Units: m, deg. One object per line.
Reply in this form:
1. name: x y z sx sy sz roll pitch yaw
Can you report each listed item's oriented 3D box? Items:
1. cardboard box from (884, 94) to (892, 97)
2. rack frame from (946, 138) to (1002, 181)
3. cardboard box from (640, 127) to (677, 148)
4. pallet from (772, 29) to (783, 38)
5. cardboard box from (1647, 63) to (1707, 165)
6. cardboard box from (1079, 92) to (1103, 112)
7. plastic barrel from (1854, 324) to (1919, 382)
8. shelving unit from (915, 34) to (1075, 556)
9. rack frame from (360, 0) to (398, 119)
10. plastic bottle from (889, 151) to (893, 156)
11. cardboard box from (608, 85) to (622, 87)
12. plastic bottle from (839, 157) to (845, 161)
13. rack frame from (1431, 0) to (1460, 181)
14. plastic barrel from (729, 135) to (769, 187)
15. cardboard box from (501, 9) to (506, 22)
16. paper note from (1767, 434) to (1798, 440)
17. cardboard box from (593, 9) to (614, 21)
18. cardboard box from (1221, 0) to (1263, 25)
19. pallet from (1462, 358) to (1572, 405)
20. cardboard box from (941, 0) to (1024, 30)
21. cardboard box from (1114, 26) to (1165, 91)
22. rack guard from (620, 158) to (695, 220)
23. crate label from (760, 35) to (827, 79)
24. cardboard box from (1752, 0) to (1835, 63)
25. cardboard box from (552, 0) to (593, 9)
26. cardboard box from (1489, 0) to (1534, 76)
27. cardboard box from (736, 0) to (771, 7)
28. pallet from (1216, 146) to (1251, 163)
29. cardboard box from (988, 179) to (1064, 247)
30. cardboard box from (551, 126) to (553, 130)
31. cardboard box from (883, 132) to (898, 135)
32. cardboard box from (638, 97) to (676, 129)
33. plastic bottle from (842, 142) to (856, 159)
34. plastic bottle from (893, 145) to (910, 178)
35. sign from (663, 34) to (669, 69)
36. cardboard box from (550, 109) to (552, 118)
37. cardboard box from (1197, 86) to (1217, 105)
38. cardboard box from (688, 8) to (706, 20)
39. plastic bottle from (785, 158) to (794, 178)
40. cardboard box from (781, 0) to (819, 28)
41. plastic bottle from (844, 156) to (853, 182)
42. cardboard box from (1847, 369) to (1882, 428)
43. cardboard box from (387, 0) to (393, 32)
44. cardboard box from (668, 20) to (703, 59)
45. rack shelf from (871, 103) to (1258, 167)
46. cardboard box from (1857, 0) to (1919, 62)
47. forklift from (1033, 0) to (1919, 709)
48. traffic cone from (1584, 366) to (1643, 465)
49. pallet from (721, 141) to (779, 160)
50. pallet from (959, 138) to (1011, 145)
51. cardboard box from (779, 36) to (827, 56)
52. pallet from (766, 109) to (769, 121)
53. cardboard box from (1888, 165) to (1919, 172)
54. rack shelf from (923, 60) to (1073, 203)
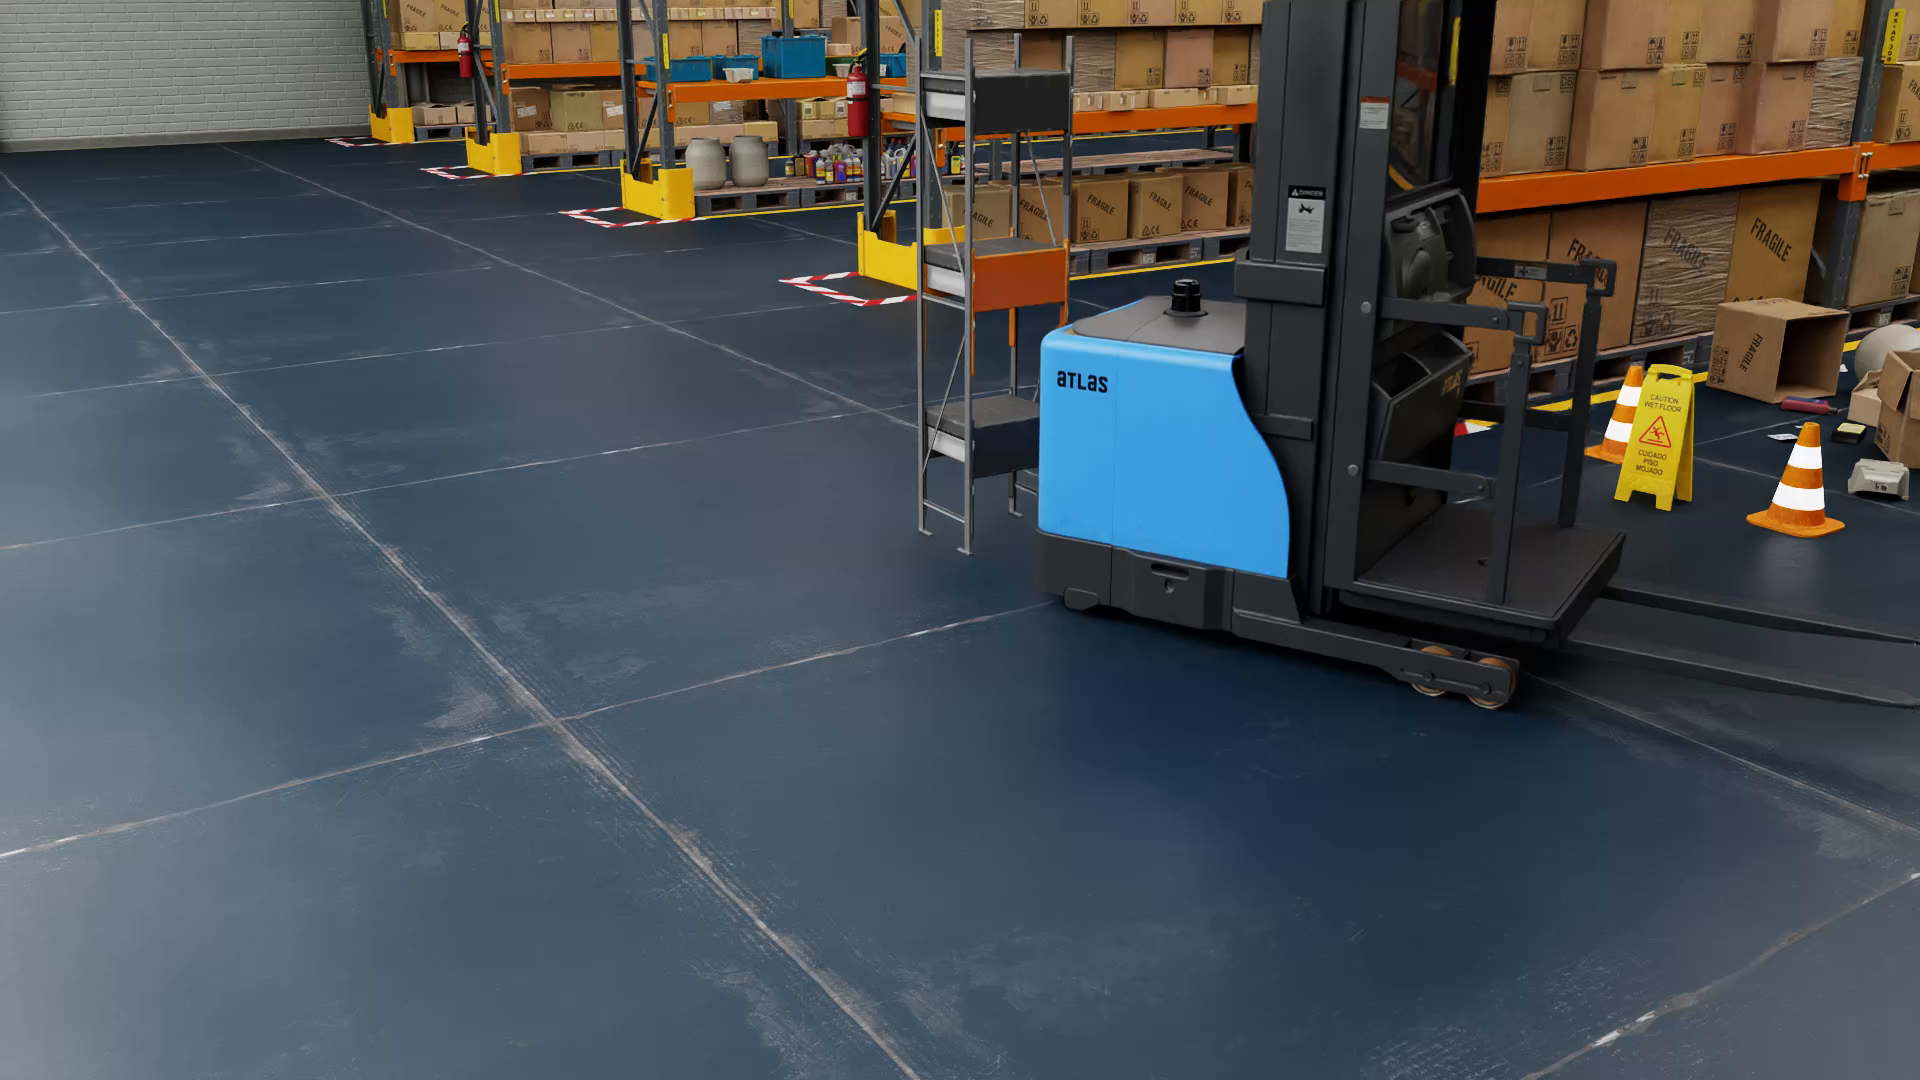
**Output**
1. cardboard box: -0.799 -6.280 23.900 0.500 0.311 0.500 -11 22 -30
2. rack frame: 0.156 -5.515 18.876 0.127 3.000 1.000 -12 22 -31
3. cardboard box: -4.082 -5.332 21.969 0.500 0.250 0.500 -12 22 -31
4. pallet: -3.582 -8.419 27.765 1.213 0.211 1.003 -12 22 -31
5. cardboard box: 3.872 -2.562 9.906 0.500 0.550 0.875 -12 22 -31
6. cardboard box: 0.949 -3.575 13.530 0.250 0.149 0.380 -12 22 -31
7. plastic barrel: 5.420 -1.016 9.588 0.421 0.421 0.512 2 19 6
8. shelving unit: 0.138 -1.024 6.995 0.503 2.100 0.431 -12 22 -31
9. rack frame: -8.633 -7.461 24.630 0.127 3.000 1.000 -12 22 -31
10. plastic bottle: -0.731 -4.179 18.476 0.133 0.283 0.061 -12 22 -31
11. cardboard box: -4.376 -5.830 22.273 0.500 0.500 0.500 -12 22 -31
12. plastic bottle: -1.311 -4.202 18.672 0.097 0.201 0.097 0 19 0
13. rack frame: 2.183 -2.142 8.896 0.127 3.000 1.000 -12 22 -31
14. plastic barrel: -2.258 -4.056 17.787 0.421 0.512 0.421 0 19 0
15. cardboard box: -5.691 -6.609 20.943 0.250 0.149 0.380 -12 22 -32
16. paper note: 4.392 -0.549 8.824 0.142 0.017 0.144 -4 19 -13
17. cardboard box: -4.598 -6.685 21.166 0.250 0.149 0.380 -13 23 -33
18. cardboard box: 2.239 -4.611 14.019 0.500 0.500 0.500 -12 22 -31
19. pallet: 2.808 -0.982 9.821 1.213 0.211 1.003 -12 22 -31
20. cardboard box: 0.149 -4.172 12.720 0.500 0.500 0.500 -12 22 -31
21. cardboard box: 1.231 -4.046 13.907 0.500 0.500 0.875 -12 22 -31
22. rack guard: -3.147 -3.653 17.269 0.348 0.500 1.175 -12 22 -31
23. crate label: -1.796 -5.224 17.959 0.616 0.435 0.502 -12 22 -31
24. cardboard box: 4.801 -3.245 10.239 0.550 0.550 0.875 -12 22 -31
25. cardboard box: -5.028 -6.981 21.028 0.500 0.500 0.700 -13 22 -33
26. cardboard box: 2.514 -2.779 8.862 0.550 0.550 0.875 -12 22 -31
27. cardboard box: -2.932 -7.423 22.337 0.500 0.500 0.700 -12 22 -31
28. pallet: 4.133 -5.049 21.850 1.213 0.211 1.003 -12 22 -31
29. cardboard box: 0.551 -2.721 13.857 0.500 0.500 0.500 -6 20 -17
30. cardboard box: -5.209 -5.298 21.869 0.500 0.250 0.500 -12 22 -31
31. cardboard box: -1.233 -5.924 23.721 0.500 0.250 0.500 -13 22 -33
32. cardboard box: -4.081 -5.687 21.848 0.500 0.500 0.500 -12 22 -31
33. plastic bottle: -1.259 -4.330 18.817 0.185 0.351 0.144 -12 22 -32
34. plastic bottle: -0.653 -4.188 18.398 0.185 0.351 0.144 -12 22 -32
35. sign: -2.885 -4.794 16.310 0.005 0.325 0.100 -12 22 -31
36. cardboard box: -6.639 -6.747 26.283 0.250 0.149 0.380 -14 23 -36
37. cardboard box: 1.978 -3.803 14.203 0.250 0.149 0.380 -12 22 -31
38. cardboard box: -3.525 -6.912 21.837 0.250 0.149 0.380 -12 22 -32
39. plastic bottle: -1.892 -4.134 18.473 0.097 0.201 0.097 0 19 0
40. cardboard box: -2.790 -8.935 28.146 0.500 0.500 0.700 -14 23 -36
41. plastic bottle: -1.212 -4.023 18.035 0.097 0.271 0.097 0 19 0
42. cardboard box: 5.101 -0.756 9.065 0.258 0.266 0.396 -8 20 -22
43. cardboard box: -8.356 -7.894 24.944 0.500 0.500 0.500 -12 22 -32
44. cardboard box: -3.790 -6.627 22.006 0.500 0.500 0.700 -12 22 -31
45. rack shelf: 1.210 -3.498 14.030 4.000 0.370 1.077 -12 22 -31
46. cardboard box: 5.935 -3.456 11.067 0.500 0.500 0.700 -12 22 -32
47. forklift: 1.808 -1.017 5.678 3.031 2.935 1.130 11 22 30
48. traffic cone: 3.408 -0.654 8.455 0.334 0.463 0.336 -12 22 -31
49. pallet: -3.252 -5.391 22.862 1.213 0.211 1.003 -12 22 -31
50. pallet: 0.067 -6.090 24.929 1.213 0.211 1.003 -12 22 -31
51. cardboard box: -2.178 -6.868 23.112 0.500 0.250 0.500 -10 21 -28
52. pallet: -3.623 -7.198 28.207 1.213 0.211 1.003 -12 22 -31
53. cardboard box: 7.578 -2.446 12.653 0.750 0.750 1.050 -12 22 -31
54. rack shelf: 0.138 -1.674 6.775 0.480 0.518 0.431 -12 22 -31
